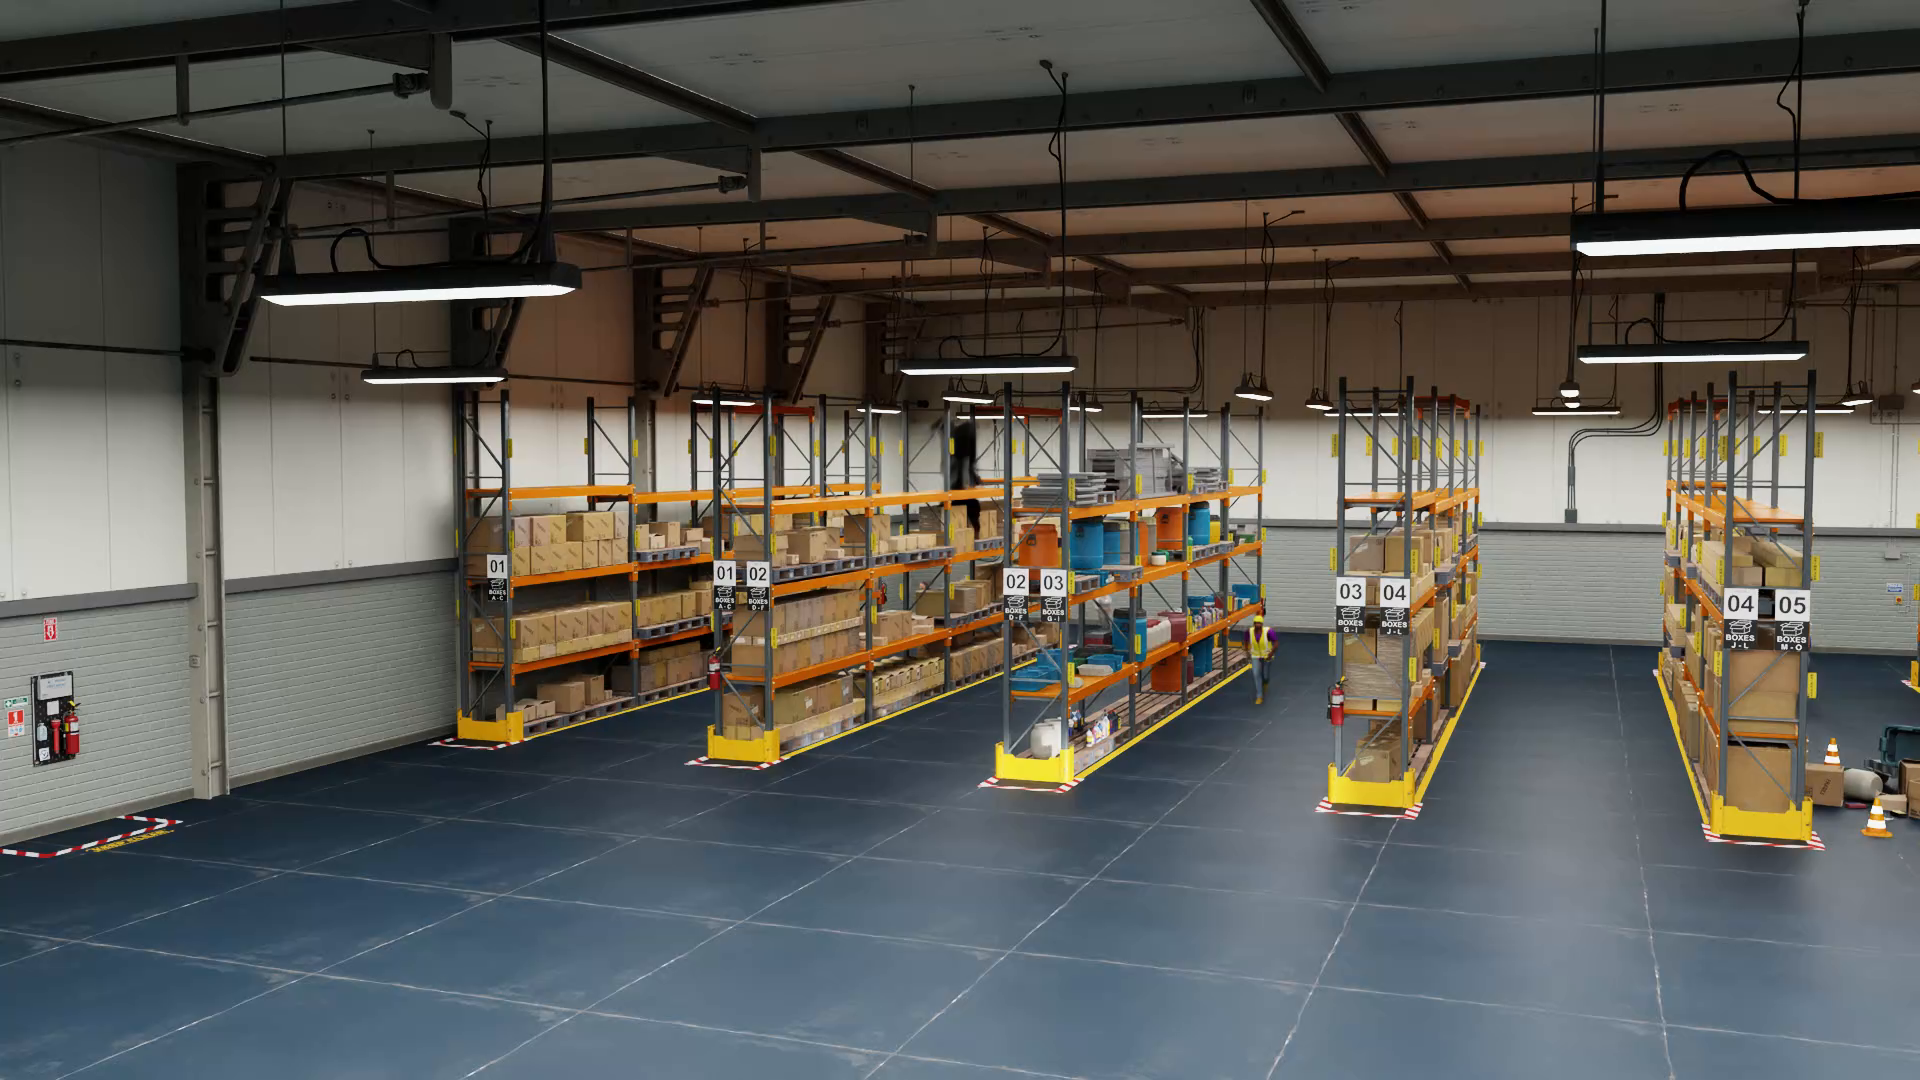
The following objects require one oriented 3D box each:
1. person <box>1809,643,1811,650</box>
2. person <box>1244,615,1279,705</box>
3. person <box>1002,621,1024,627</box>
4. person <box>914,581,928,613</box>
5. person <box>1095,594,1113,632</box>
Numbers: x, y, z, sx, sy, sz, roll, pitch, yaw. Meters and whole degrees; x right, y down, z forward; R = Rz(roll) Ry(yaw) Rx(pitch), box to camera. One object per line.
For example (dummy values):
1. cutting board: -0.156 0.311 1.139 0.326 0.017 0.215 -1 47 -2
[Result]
1. person: 16.578 2.444 33.034 0.586 1.549 0.618 0 3 6
2. person: 5.949 2.345 32.863 0.700 1.753 1.030 1 3 18
3. person: 1.555 1.743 43.499 1.088 1.811 0.646 2 4 30
4. person: -0.833 1.782 38.451 0.561 1.672 0.802 1 3 18
5. person: 3.598 1.925 41.549 0.562 1.582 0.859 -1 3 -22
